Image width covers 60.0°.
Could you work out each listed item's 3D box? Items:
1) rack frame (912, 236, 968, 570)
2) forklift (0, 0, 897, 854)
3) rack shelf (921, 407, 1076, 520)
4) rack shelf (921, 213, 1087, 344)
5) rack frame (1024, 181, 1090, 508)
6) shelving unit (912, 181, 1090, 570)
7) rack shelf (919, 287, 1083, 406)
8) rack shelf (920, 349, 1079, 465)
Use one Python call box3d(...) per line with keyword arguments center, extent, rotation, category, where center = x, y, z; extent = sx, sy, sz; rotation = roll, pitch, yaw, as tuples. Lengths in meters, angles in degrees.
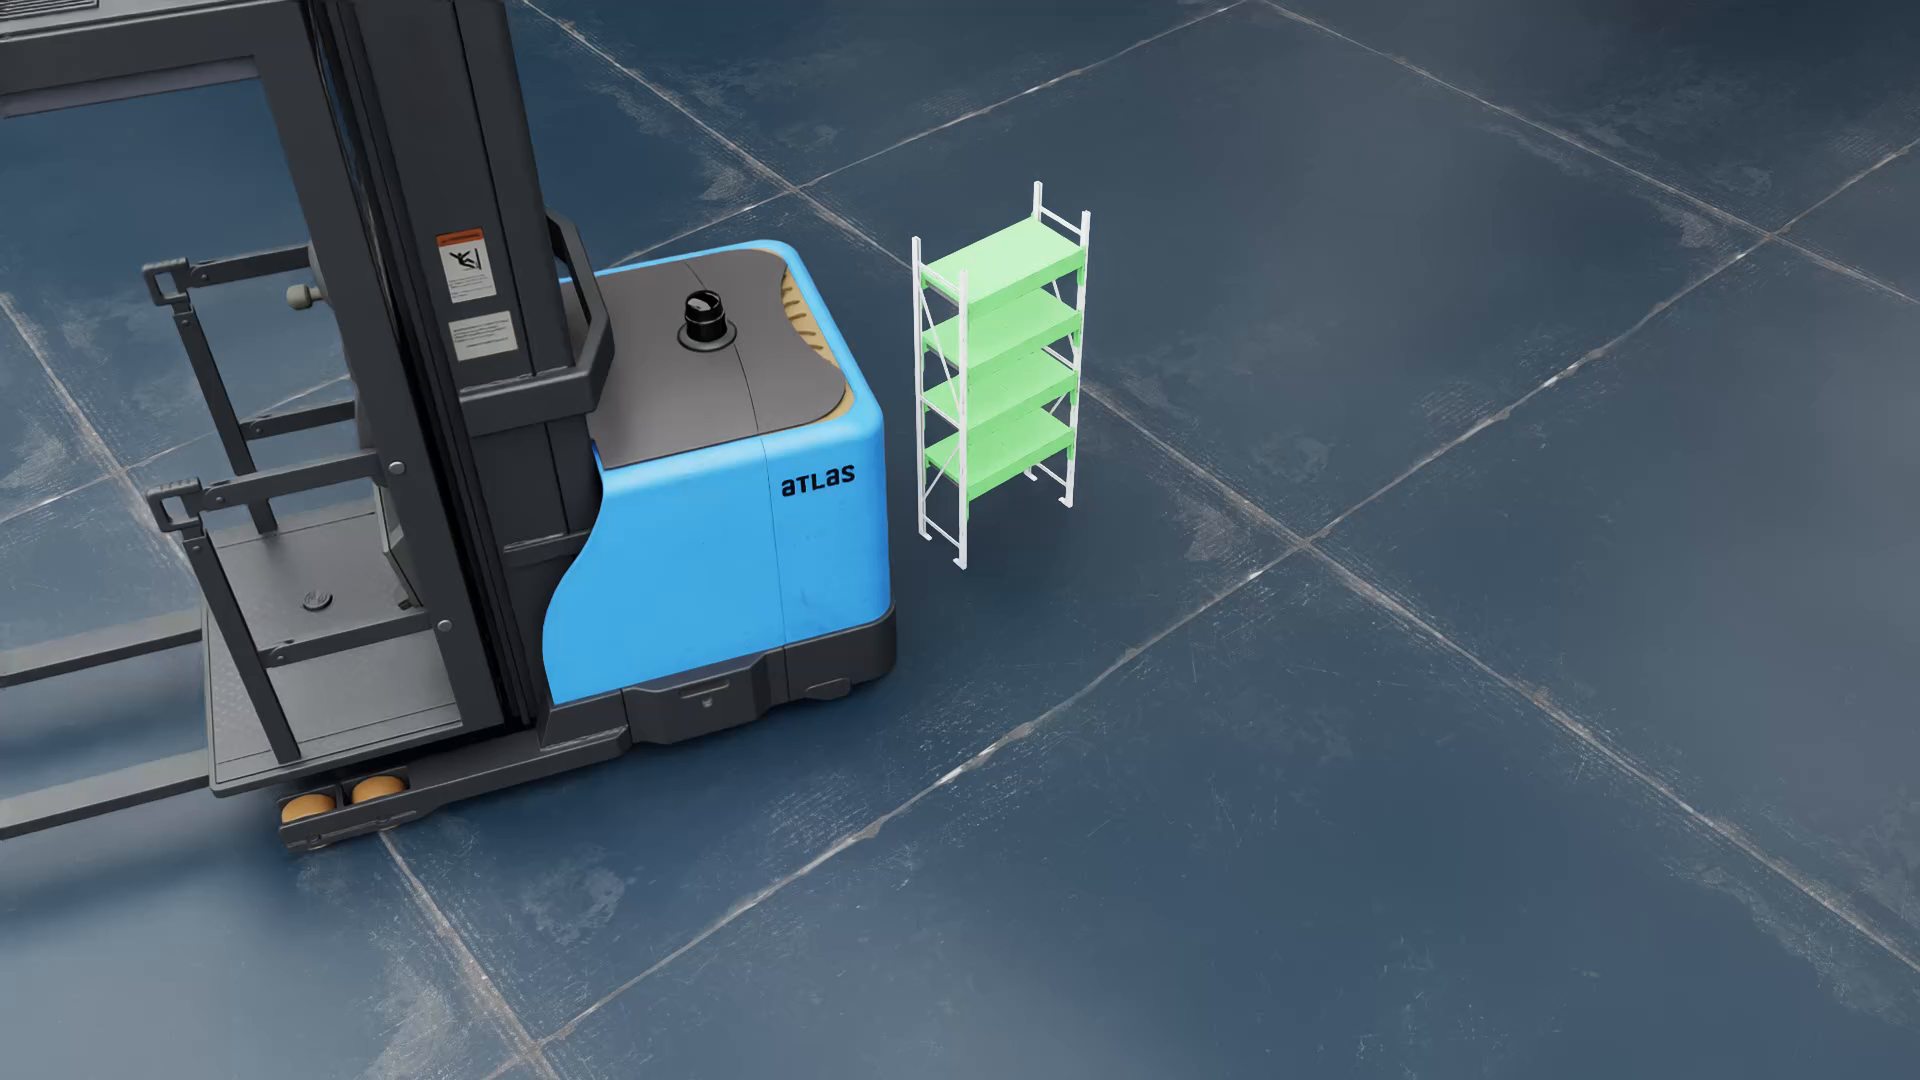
box3d(center=(-0.060, -0.403, 5.303), extent=(0.015, 1.200, 0.240), rotation=(-30, 51, -28), category="rack frame")
box3d(center=(-1.771, -0.586, 4.233), extent=(3.031, 2.935, 1.130), rotation=(-14, 45, -15), category="forklift")
box3d(center=(0.127, -0.289, 5.625), extent=(0.480, 0.148, 0.258), rotation=(-30, 51, -28), category="rack shelf")
box3d(center=(0.127, -0.813, 5.132), extent=(0.480, 0.148, 0.258), rotation=(-30, 51, -28), category="rack shelf")
box3d(center=(0.314, -0.617, 5.531), extent=(0.015, 1.200, 0.240), rotation=(-30, 51, -28), category="rack frame")
box3d(center=(0.127, -0.510, 5.417), extent=(0.503, 1.200, 0.258), rotation=(-30, 51, -28), category="shelving unit")
box3d(center=(0.127, -0.638, 5.296), extent=(0.480, 0.148, 0.258), rotation=(-30, 51, -28), category="rack shelf")
box3d(center=(0.127, -0.463, 5.460), extent=(0.480, 0.148, 0.258), rotation=(-30, 51, -28), category="rack shelf")
